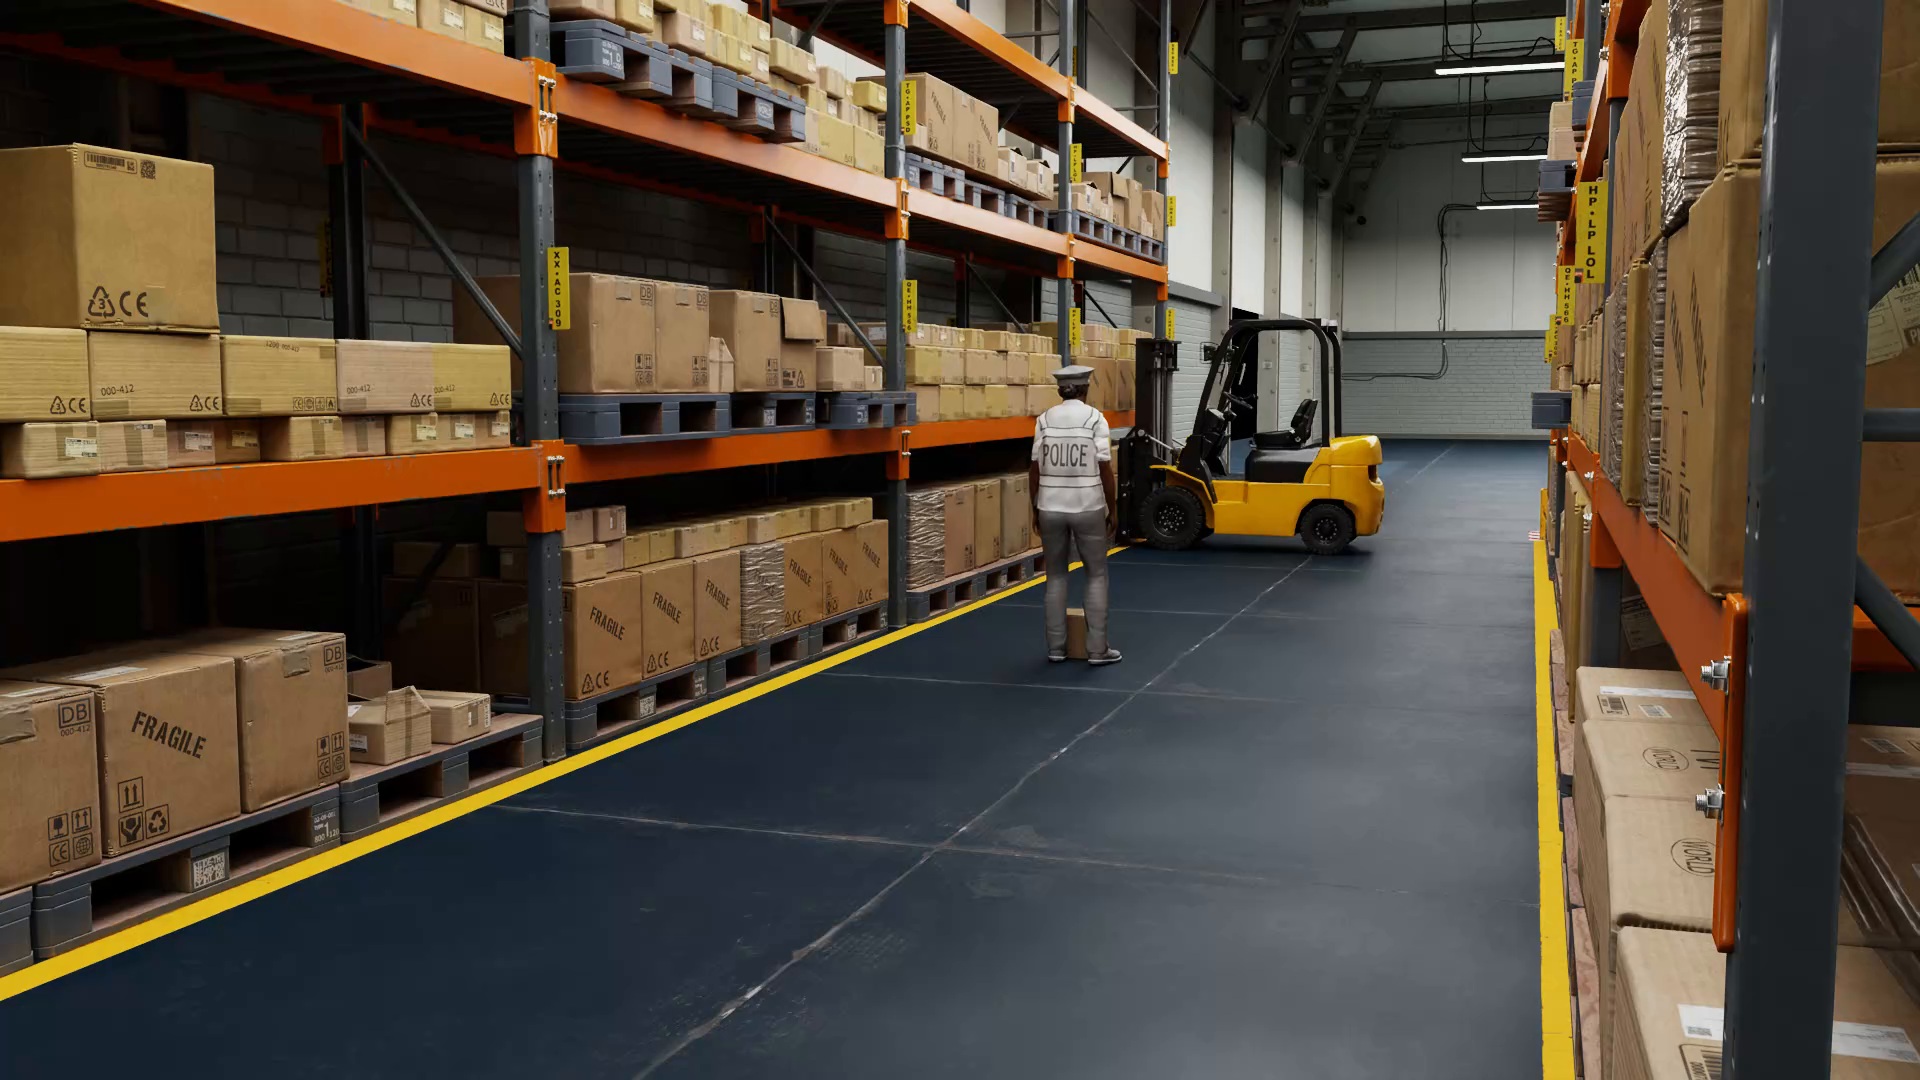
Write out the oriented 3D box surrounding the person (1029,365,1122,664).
[{"bbox_3d":[0.639,-0.142,9.274,0.506,1.660,0.415,2,6,19],"label":"person"}]
